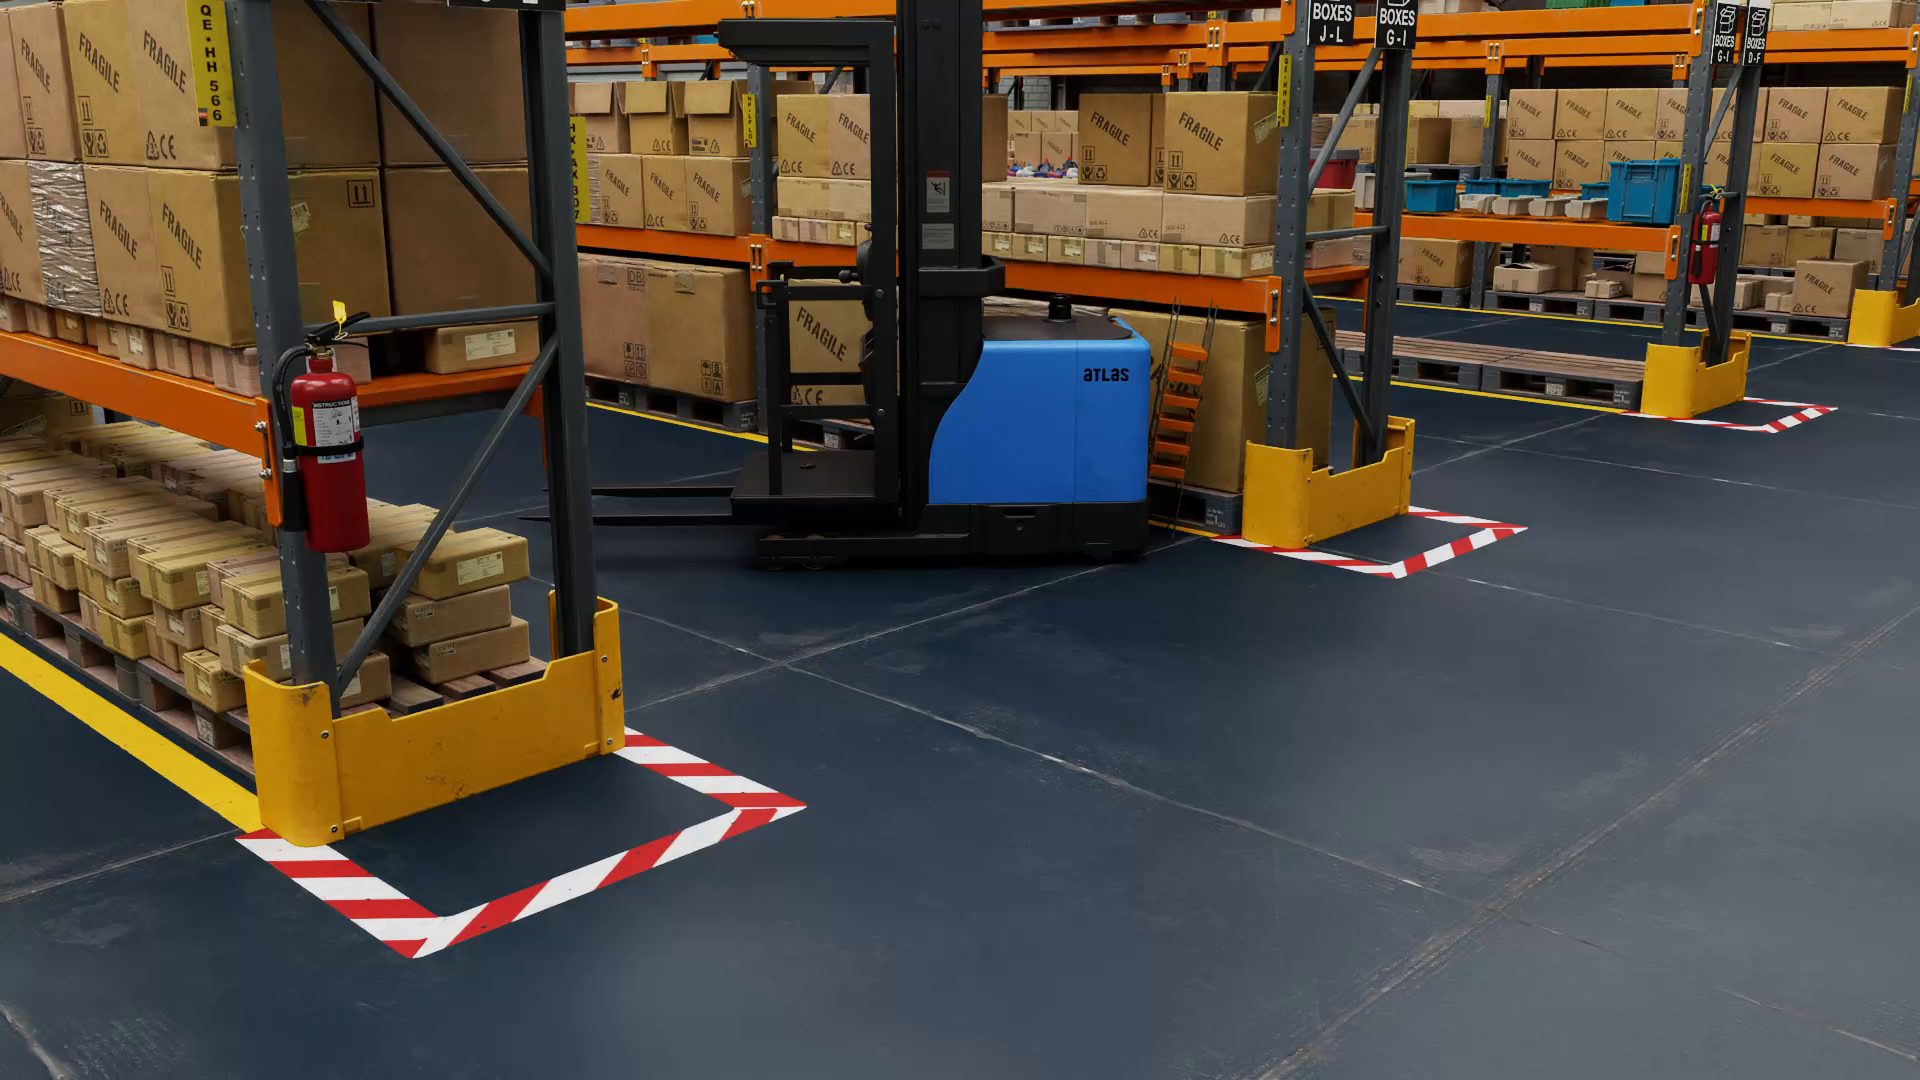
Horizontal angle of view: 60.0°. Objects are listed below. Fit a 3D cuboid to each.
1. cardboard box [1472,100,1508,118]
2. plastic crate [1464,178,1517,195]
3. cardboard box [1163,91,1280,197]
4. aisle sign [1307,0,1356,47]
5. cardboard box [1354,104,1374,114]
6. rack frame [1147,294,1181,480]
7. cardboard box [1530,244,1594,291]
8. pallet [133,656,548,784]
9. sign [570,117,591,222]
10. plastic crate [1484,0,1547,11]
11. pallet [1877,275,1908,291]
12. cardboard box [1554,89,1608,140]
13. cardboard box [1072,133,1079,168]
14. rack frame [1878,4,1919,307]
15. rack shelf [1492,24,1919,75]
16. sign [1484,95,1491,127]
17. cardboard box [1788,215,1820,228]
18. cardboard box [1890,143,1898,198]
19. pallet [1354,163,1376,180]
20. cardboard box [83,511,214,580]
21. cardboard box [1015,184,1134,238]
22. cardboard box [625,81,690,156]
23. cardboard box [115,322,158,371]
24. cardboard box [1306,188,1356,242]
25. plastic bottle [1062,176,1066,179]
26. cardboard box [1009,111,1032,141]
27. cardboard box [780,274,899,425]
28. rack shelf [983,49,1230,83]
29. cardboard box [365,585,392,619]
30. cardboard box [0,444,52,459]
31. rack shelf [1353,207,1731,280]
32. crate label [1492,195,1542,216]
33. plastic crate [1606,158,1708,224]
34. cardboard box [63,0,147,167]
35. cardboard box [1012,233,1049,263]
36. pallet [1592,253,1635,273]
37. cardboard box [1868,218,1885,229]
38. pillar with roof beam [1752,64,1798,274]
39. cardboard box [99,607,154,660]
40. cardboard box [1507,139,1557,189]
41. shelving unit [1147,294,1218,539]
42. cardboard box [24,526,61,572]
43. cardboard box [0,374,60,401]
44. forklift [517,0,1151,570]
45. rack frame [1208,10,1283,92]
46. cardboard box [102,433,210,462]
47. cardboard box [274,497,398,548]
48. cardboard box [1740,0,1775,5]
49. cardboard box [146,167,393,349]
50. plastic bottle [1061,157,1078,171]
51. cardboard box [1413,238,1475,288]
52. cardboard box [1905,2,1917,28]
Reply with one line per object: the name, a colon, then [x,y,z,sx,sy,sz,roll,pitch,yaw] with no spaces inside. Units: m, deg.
cardboard box: [7.370,-5.893,22.785,0.500,0.250,0.500,14,20,43]
plastic crate: [4.242,-2.771,13.330,0.300,0.233,0.416,14,20,42]
cardboard box: [1.384,-2.010,8.416,0.500,0.500,0.500,14,20,43]
aisle sign: [1.760,-2.729,7.800,0.004,0.787,0.394,14,20,42]
cardboard box: [5.961,-6.319,24.377,0.250,0.149,0.380,10,17,33]
rack frame: [0.992,-0.636,8.407,0.006,1.200,0.240,9,15,-1]
cardboard box: [6.523,-2.990,18.045,0.500,0.500,0.500,14,20,42]
pallet: [-2.214,0.532,5.971,1.213,0.211,1.003,14,20,42]
sign: [-1.222,-1.173,5.267,0.005,0.325,0.100,14,20,42]
plastic crate: [4.446,-4.176,12.683,0.767,0.338,0.504,14,20,42]
pallet: [11.601,-3.011,19.571,1.213,0.211,1.003,14,20,42]
cardboard box: [6.432,-4.344,16.973,0.500,0.500,0.500,13,19,40]
cardboard box: [1.817,-5.074,21.760,0.500,0.500,0.500,12,19,39]
rack frame: [8.796,-3.335,15.283,0.127,3.000,1.000,14,20,42]
rack shelf: [7.356,-4.789,16.339,4.000,0.370,1.077,14,20,42]
sign: [5.533,-4.494,17.435,0.005,0.325,0.100,14,20,42]
cardboard box: [10.315,-3.909,20.323,0.250,0.149,0.380,13,19,41]
cardboard box: [8.659,-3.509,15.753,0.500,0.500,0.500,-14,20,-43]
pallet: [4.440,-4.303,19.378,1.213,0.211,1.003,14,20,42]
cardboard box: [-2.946,0.016,6.062,0.380,0.149,0.250,-14,20,-42]
cardboard box: [0.652,-1.824,9.190,0.500,0.250,0.500,13,19,40]
cardboard box: [-1.914,-3.004,11.825,0.637,0.503,0.797,14,20,43]
cardboard box: [-2.573,-0.671,5.558,0.380,0.149,0.250,-14,20,-43]
cardboard box: [1.759,-1.742,8.877,0.500,0.250,0.500,13,19,41]
plastic bottle: [0.975,-3.283,15.476,0.097,0.201,0.097,0,15,0]
cardboard box: [1.197,-7.109,28.536,0.500,0.500,0.500,14,20,42]
cardboard box: [-0.543,-1.283,10.788,0.875,0.875,0.875,14,20,42]
rack shelf: [1.597,-6.189,21.713,4.000,0.370,1.077,14,20,42]
cardboard box: [-1.956,0.181,6.021,0.250,0.149,0.380,14,20,42]
cardboard box: [-4.217,-0.310,7.314,0.380,0.149,0.250,-13,20,-41]
rack shelf: [3.915,-2.439,13.269,4.000,0.370,1.077,14,20,42]
crate label: [4.226,-2.546,12.657,0.243,0.136,0.396,14,20,42]
plastic crate: [4.984,-2.508,11.918,0.499,0.435,0.616,14,20,42]
cardboard box: [-2.466,-1.455,5.296,0.500,0.500,0.500,13,19,40]
cardboard box: [0.509,-1.643,9.285,0.250,0.149,0.380,14,20,42]
pallet: [8.744,-3.707,22.241,1.213,0.211,1.003,14,20,42]
cardboard box: [11.158,-3.838,20.052,0.250,0.149,0.380,14,20,43]
pillar with roof beam: [7.468,-7.091,17.801,0.400,9.000,9.100,14,20,42]
cardboard box: [-2.922,0.304,6.137,0.250,0.149,0.380,13,19,40]
cardboard box: [6.094,-3.945,17.425,0.500,0.500,0.500,-14,20,-43]
shelving unit: [1.083,-0.623,8.409,0.189,1.200,0.258,9,15,-1]
cardboard box: [-3.483,0.019,6.643,0.250,0.149,0.380,13,20,42]
cardboard box: [-4.827,-0.889,8.532,0.500,0.250,0.500,13,19,40]
forklift: [-0.625,-1.411,8.034,3.031,2.935,1.130,-1,15,-3]
rack frame: [2.475,-3.137,14.522,0.127,3.000,1.000,14,20,42]
cardboard box: [-3.646,-0.372,7.552,0.250,0.149,0.380,13,20,42]
cardboard box: [-2.350,-0.042,6.287,0.250,0.149,0.380,12,19,40]
cardboard box: [7.531,-5.175,15.703,0.500,0.250,0.500,14,20,42]
cardboard box: [-2.101,-0.879,5.070,0.500,0.500,0.500,-14,20,-43]
plastic bottle: [1.091,-3.584,16.337,0.185,0.351,0.144,14,20,42]
cardboard box: [5.362,-3.073,18.362,0.500,0.500,0.500,14,20,42]
cardboard box: [8.602,-4.850,15.446,0.500,0.250,0.500,14,20,42]
